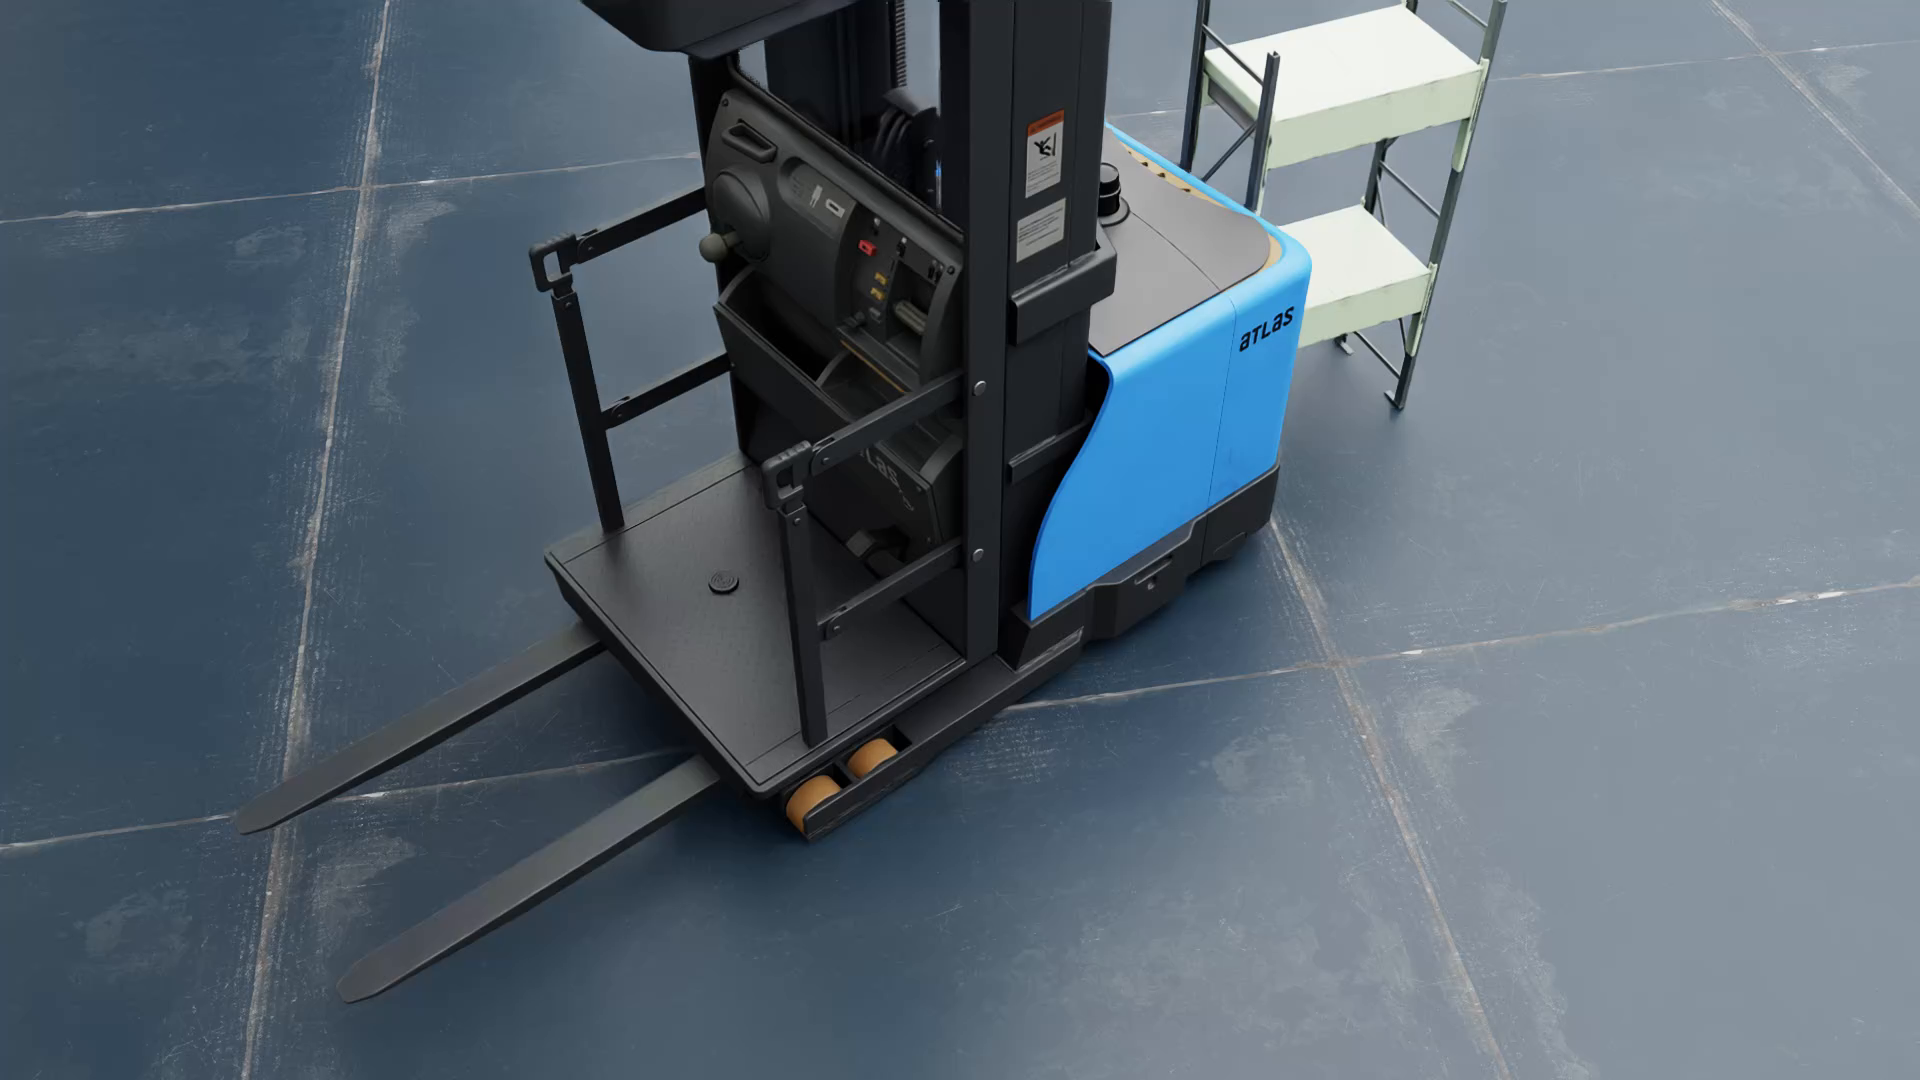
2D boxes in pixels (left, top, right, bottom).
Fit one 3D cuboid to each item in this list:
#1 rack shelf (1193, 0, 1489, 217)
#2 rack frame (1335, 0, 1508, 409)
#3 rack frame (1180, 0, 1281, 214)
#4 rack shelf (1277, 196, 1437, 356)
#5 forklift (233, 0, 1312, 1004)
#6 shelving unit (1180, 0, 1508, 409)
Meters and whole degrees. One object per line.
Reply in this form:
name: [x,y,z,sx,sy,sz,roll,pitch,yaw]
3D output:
rack shelf: [1.094,-1.267,4.887,0.720,0.370,0.431,-18,49,-16]
rack frame: [1.429,-1.103,5.271,0.023,1.500,0.400,-18,49,-16]
rack frame: [0.760,-0.889,5.065,0.023,1.500,0.400,-18,49,-16]
rack shelf: [1.094,-0.770,5.403,0.720,0.370,0.431,-18,49,-16]
forklift: [-0.480,-0.653,3.844,3.031,2.935,1.130,-31,53,-26]
shelving unit: [1.094,-0.996,5.168,0.755,1.500,0.431,-18,49,-16]
